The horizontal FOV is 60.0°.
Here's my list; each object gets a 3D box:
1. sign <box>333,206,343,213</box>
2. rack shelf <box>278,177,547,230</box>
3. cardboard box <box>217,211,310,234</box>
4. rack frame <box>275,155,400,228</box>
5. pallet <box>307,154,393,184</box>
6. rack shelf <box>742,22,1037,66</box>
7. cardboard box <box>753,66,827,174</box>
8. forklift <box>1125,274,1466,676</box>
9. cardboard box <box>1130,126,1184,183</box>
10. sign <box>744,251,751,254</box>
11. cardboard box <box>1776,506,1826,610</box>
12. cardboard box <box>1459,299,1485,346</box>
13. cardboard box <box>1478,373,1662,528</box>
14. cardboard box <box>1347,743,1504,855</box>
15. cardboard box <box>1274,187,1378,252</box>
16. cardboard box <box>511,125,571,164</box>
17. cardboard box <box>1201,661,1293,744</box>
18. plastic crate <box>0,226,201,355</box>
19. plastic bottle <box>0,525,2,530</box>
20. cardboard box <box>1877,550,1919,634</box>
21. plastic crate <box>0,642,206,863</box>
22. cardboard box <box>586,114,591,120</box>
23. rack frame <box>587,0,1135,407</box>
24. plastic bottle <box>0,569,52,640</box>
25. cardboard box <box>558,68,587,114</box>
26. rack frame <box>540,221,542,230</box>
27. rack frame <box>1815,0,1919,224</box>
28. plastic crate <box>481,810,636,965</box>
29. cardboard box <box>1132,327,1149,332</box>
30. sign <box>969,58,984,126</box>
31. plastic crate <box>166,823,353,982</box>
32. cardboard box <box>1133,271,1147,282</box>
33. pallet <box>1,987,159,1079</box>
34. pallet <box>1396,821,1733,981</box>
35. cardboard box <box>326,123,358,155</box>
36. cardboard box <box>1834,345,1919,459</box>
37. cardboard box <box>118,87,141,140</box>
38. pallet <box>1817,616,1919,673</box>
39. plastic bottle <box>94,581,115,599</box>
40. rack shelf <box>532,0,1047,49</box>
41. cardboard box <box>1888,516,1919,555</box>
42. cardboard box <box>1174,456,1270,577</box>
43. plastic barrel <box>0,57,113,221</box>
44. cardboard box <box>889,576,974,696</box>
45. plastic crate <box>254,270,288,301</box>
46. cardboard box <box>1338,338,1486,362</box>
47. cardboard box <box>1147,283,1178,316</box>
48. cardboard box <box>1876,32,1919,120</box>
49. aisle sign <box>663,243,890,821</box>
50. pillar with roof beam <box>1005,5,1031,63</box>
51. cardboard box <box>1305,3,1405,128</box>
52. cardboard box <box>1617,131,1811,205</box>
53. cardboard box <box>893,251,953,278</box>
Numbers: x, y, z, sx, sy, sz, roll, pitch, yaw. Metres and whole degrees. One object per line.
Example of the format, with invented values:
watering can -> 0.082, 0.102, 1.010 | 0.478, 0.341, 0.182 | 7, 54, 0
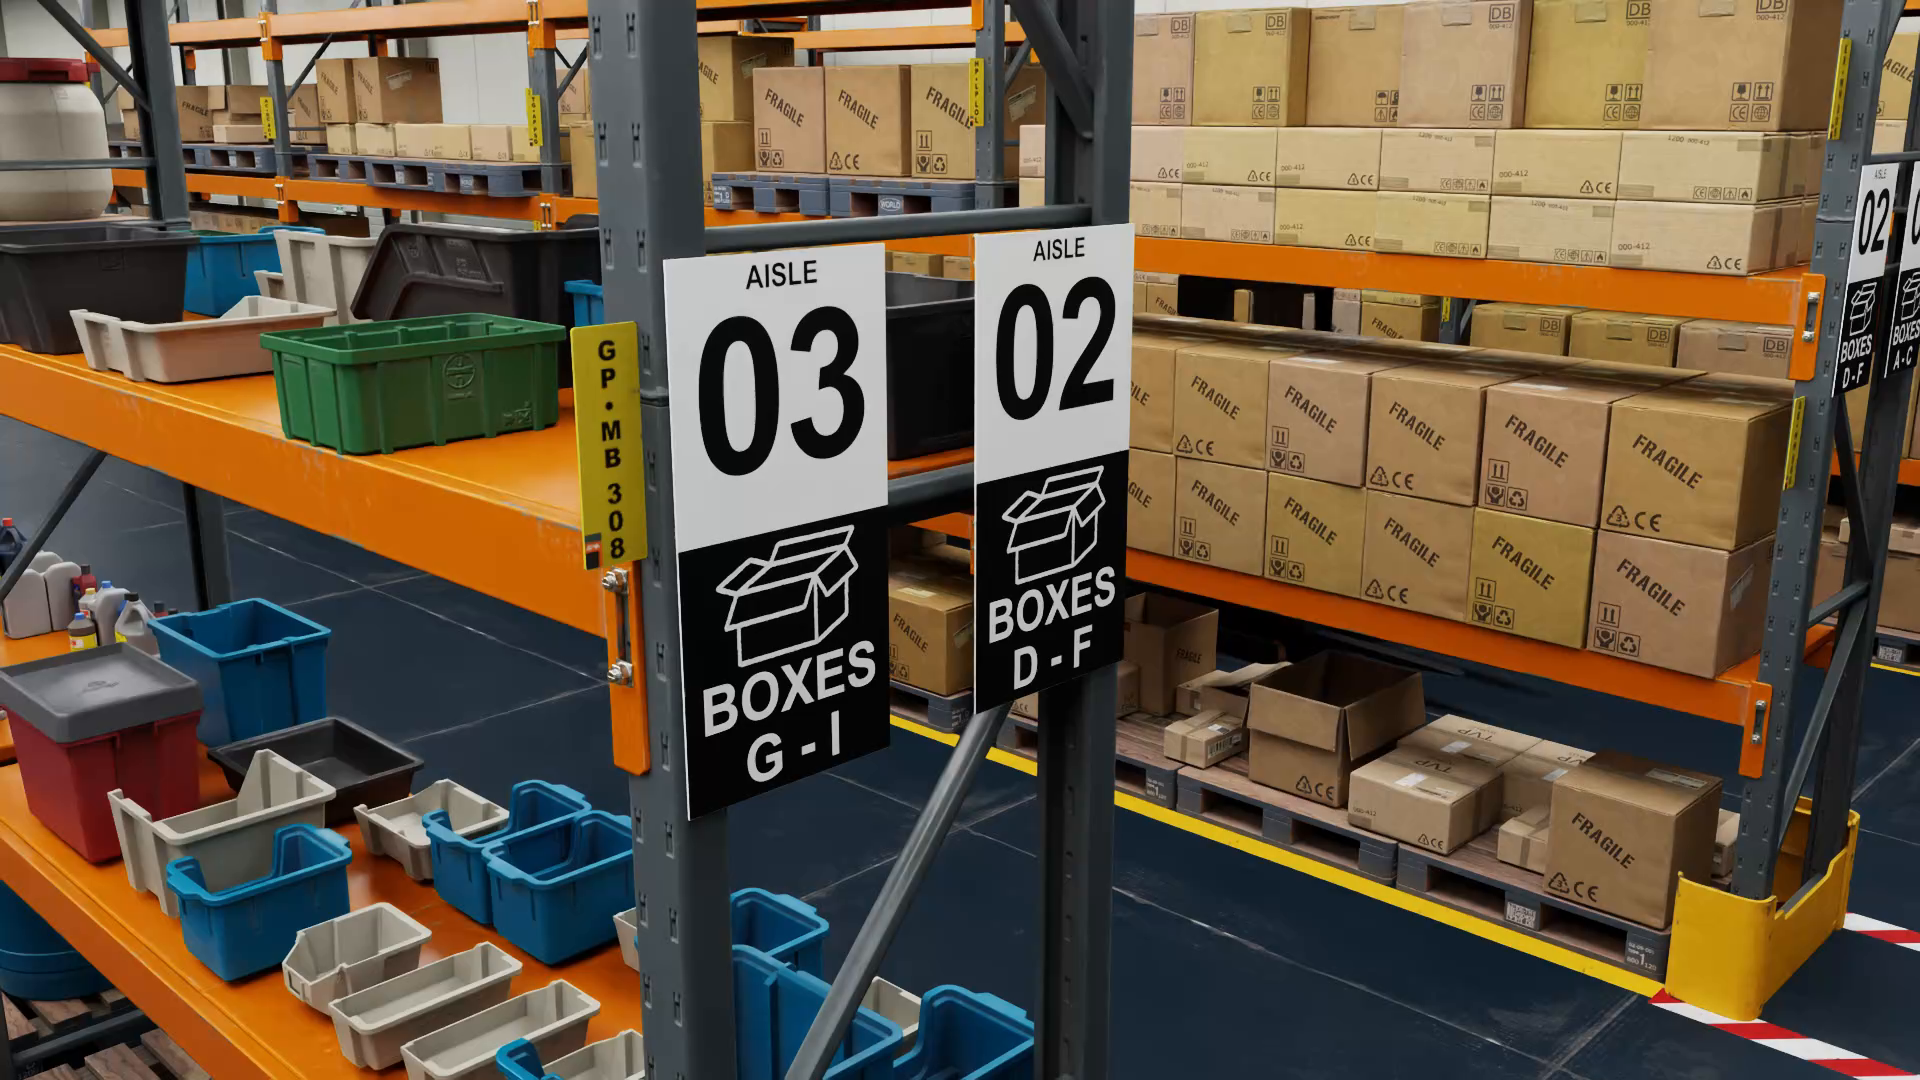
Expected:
sign -> -10.035, -5.336, 26.839 | 0.331, 0.109, 0.001 | 14, 20, 42
rack shelf -> -3.855, -2.578, 12.857 | 4.000, 0.370, 1.077 | 14, 20, 42
cardboard box -> -6.343, -2.754, 15.280 | 0.500, 0.500, 0.700 | 14, 20, 42
rack frame -> -5.294, -1.825, 14.487 | 0.127, 3.000, 1.000 | 14, 20, 42
pallet -> -4.650, -3.032, 13.550 | 1.217, 0.209, 0.805 | 13, 19, 40
rack shelf -> -0.419, -4.736, 15.982 | 4.000, 0.370, 1.077 | 14, 20, 42
cardboard box -> -0.809, -2.511, 9.941 | 0.600, 0.600, 0.600 | 13, 19, 40
forklift -> 2.159, -0.770, 10.573 | 1.130, 2.935, 3.031 | -12, 19, -38
cardboard box -> 1.003, -1.828, 7.857 | 0.500, 0.250, 0.500 | 14, 20, 42
sign -> -2.230, -3.044, 17.448 | 0.005, 0.325, 0.100 | 14, 20, 42
cardboard box -> 3.208, 0.101, 6.896 | 0.500, 0.500, 0.500 | -14, 20, -43
cardboard box -> 3.744, -1.653, 12.999 | 0.500, 0.500, 0.500 | 13, 19, 40
cardboard box -> 2.469, -0.373, 6.735 | 0.500, 0.500, 0.500 | -14, 20, -43
cardboard box -> 2.119, 1.171, 7.571 | 0.500, 0.250, 0.500 | 14, 20, 42
cardboard box -> 1.721, -1.411, 7.247 | 0.500, 0.250, 0.500 | 14, 20, 42
cardboard box -> -2.781, -2.776, 11.654 | 0.500, 0.250, 0.500 | 12, 19, 38
cardboard box -> 1.612, 0.843, 8.709 | 0.500, 0.311, 0.500 | 14, 20, 42
plastic crate -> -2.272, -0.648, 4.279 | 0.590, 0.269, 0.497 | 14, 20, 42
plastic bottle -> -4.360, 0.026, 7.481 | 0.185, 0.351, 0.144 | 14, 20, 42
cardboard box -> 6.206, 0.277, 10.543 | 0.500, 0.500, 0.700 | 14, 20, 42
plastic crate -> -2.508, 0.615, 4.876 | 0.583, 0.464, 0.402 | 14, 20, 42
cardboard box -> -3.933, -4.640, 19.104 | 0.500, 0.500, 0.500 | -13, 20, -42
rack frame -> -0.097, -1.730, 2.223 | 0.127, 3.000, 1.000 | 14, 20, 42
plastic bottle -> -3.817, 0.249, 6.774 | 0.135, 0.276, 0.152 | 14, 20, 42
cardboard box -> -4.303, -5.210, 19.308 | 0.500, 0.500, 0.500 | 13, 20, 42
rack frame -> -4.738, -3.425, 20.627 | 0.127, 3.000, 1.000 | 14, 20, 42
rack frame -> 3.344, -2.628, 5.671 | 0.127, 3.000, 1.000 | 14, 20, 42
plastic crate -> -0.994, 0.892, 4.272 | 0.300, 0.233, 0.416 | 14, 20, 42
cardboard box -> 0.609, -0.824, 8.463 | 0.500, 0.500, 0.500 | -14, 20, -43
sign -> 0.082, -2.216, 8.232 | 0.005, 0.325, 0.100 | 14, 20, 42
plastic crate -> -1.753, 0.913, 4.194 | 0.300, 0.233, 0.416 | 14, 20, 42
cardboard box -> 1.556, -2.370, 14.262 | 0.500, 0.250, 0.500 | 13, 20, 41
pallet -> -3.503, 1.680, 6.565 | 1.213, 0.211, 1.003 | 14, 20, 42
pallet -> 2.715, 1.472, 7.365 | 1.213, 0.211, 1.003 | 14, 20, 42
cardboard box -> -4.857, -3.298, 13.655 | 0.500, 0.250, 0.500 | -12, 19, -38
cardboard box -> 5.874, -0.983, 10.659 | 0.700, 0.700, 0.980 | 13, 20, 42
cardboard box -> -7.763, -4.196, 16.323 | 0.797, 0.503, 0.637 | -13, 19, -40
pallet -> 6.150, 0.599, 10.715 | 1.213, 0.211, 1.003 | 14, 20, 42
plastic bottle -> -3.373, 0.296, 6.601 | 0.097, 0.271, 0.097 | 0, 15, 0
rack shelf -> -0.975, -3.136, 9.842 | 4.000, 0.370, 1.077 | 14, 20, 42
cardboard box -> 5.988, -0.026, 10.421 | 0.250, 0.149, 0.380 | 13, 20, 42
cardboard box -> 1.372, -0.158, 7.890 | 0.500, 0.500, 0.500 | 14, 20, 42
plastic barrel -> -3.181, -1.385, 5.746 | 0.433, 0.535, 0.433 | 0, 15, 0
cardboard box -> -0.090, 0.537, 9.506 | 0.500, 0.500, 0.500 | 14, 20, 42
plastic crate -> -1.796, -0.697, 4.732 | 0.466, 0.136, 0.293 | 14, 20, 42
cardboard box -> 2.103, -0.650, 7.796 | 0.500, 0.500, 0.500 | 13, 20, 42
cardboard box -> 1.920, -1.915, 14.005 | 0.500, 0.500, 0.500 | 14, 20, 42
cardboard box -> 5.711, -2.786, 10.007 | 0.500, 0.500, 0.500 | -14, 20, -43
aisle sign -> -0.248, -0.019, 2.399 | 0.004, 0.787, 0.394 | 14, 20, 42
pillar with roof beam -> -2.303, -4.531, 12.974 | 0.400, 9.000, 9.100 | 14, 20, 42
cardboard box -> 1.932, -2.071, 7.301 | 0.500, 0.500, 0.700 | 14, 20, 42
cardboard box -> 2.797, -1.389, 6.172 | 0.500, 0.250, 0.500 | 14, 20, 42
cardboard box -> -0.237, -2.581, 16.316 | 0.500, 0.500, 0.700 | 14, 20, 42
